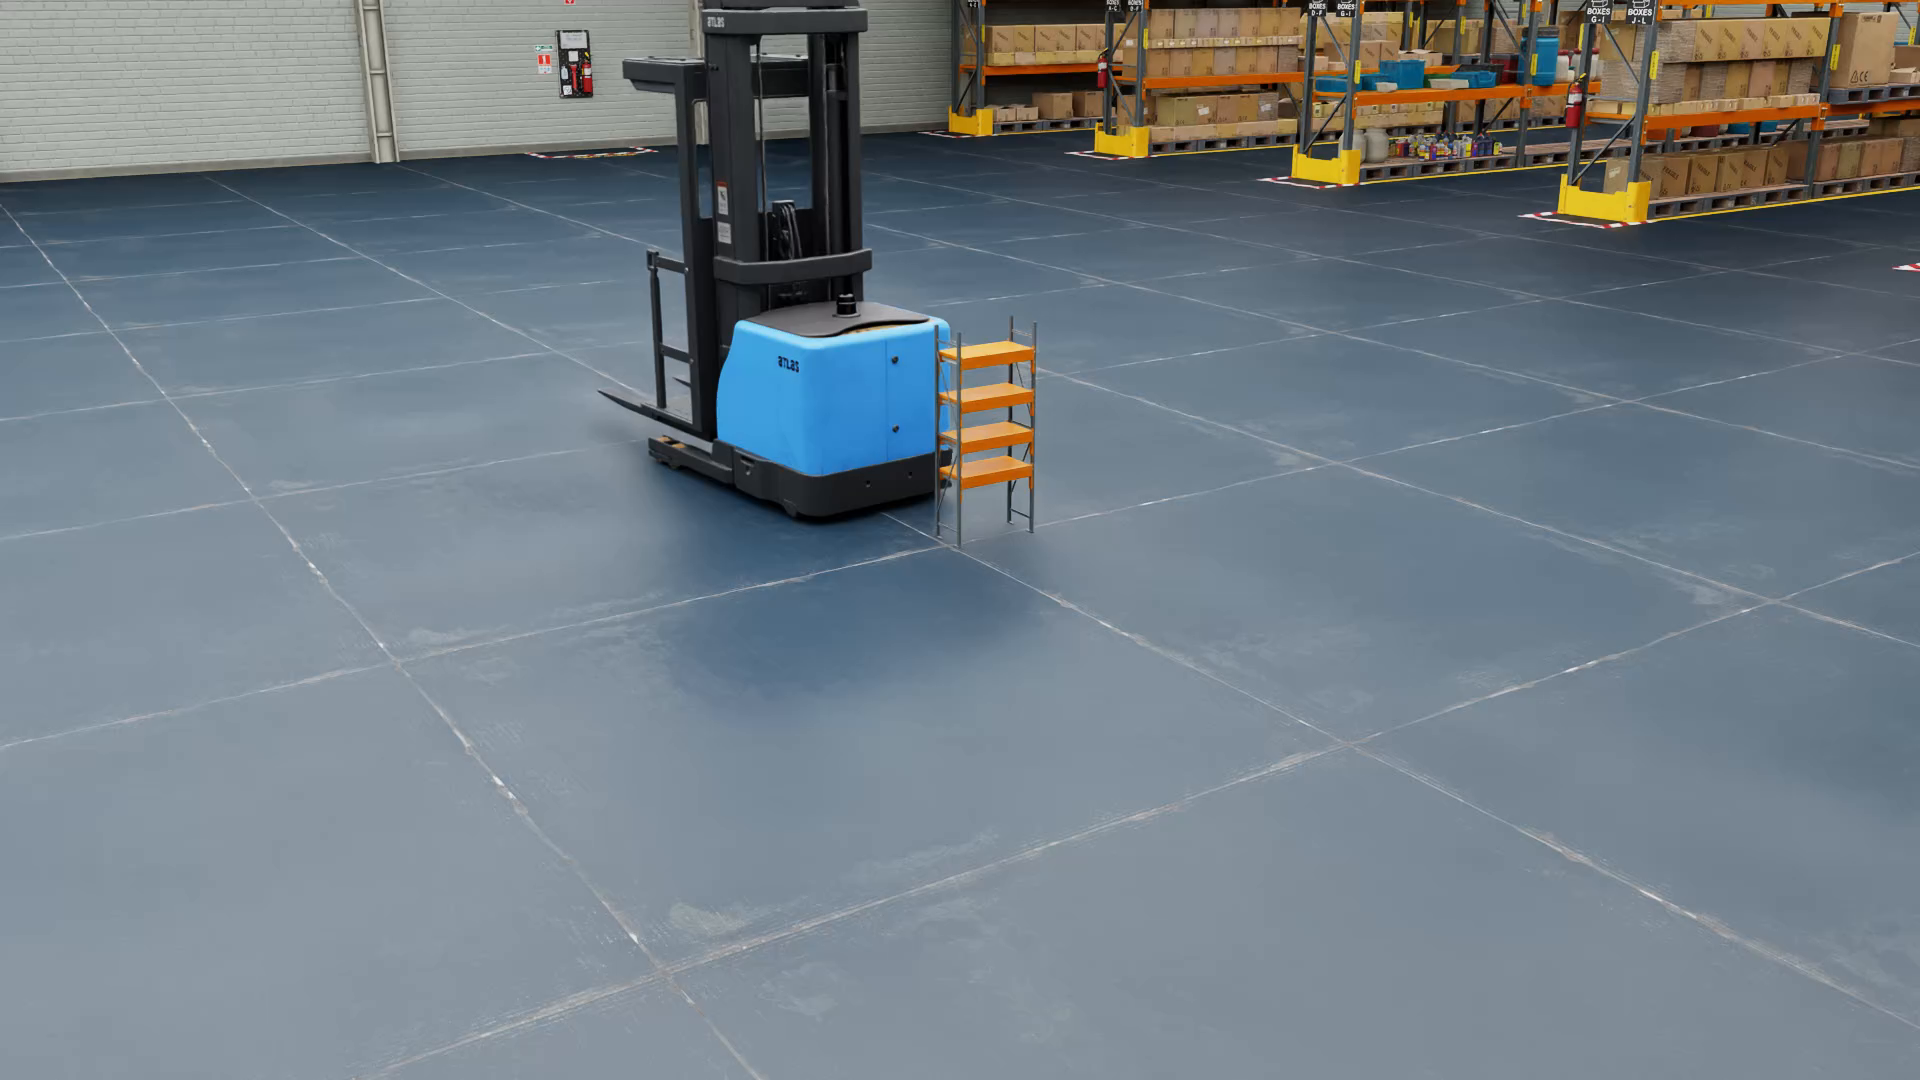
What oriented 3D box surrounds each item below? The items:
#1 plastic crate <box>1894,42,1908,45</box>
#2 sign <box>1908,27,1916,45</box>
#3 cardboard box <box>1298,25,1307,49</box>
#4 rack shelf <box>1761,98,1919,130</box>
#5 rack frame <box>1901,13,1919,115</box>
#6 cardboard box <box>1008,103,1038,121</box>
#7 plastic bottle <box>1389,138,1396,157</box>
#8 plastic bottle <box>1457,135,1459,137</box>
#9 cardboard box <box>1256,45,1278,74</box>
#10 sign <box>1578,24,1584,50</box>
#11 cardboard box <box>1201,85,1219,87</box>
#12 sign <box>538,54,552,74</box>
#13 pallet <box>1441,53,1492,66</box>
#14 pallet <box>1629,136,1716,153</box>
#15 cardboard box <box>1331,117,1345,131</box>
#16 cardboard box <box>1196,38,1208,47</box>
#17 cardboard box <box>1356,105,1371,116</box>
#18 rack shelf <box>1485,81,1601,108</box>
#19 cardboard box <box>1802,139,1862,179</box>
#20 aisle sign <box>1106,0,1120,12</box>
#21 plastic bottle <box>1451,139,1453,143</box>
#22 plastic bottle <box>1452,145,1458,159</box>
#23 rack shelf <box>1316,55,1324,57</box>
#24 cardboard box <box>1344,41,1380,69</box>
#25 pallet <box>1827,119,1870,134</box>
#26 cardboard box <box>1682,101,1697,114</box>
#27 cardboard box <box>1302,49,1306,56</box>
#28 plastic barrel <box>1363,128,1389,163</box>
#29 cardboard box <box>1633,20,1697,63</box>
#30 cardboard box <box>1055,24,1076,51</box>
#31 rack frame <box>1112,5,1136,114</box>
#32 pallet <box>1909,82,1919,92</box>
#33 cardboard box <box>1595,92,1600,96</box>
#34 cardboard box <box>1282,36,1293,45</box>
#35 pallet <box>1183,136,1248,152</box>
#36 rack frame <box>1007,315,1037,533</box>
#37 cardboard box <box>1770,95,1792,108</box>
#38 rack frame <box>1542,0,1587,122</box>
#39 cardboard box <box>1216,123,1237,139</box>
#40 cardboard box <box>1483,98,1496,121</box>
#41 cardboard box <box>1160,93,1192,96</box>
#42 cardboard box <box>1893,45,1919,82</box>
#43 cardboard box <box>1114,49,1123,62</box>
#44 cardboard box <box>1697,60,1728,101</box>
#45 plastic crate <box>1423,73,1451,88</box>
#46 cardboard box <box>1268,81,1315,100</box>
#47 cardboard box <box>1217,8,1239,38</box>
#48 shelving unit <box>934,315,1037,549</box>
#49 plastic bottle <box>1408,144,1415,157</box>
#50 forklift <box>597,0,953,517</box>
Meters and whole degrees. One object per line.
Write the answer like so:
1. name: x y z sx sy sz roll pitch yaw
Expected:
1. plastic crate: 18.785 -9.716 33.151 0.499 0.435 0.616 -12 22 -31
2. sign: 14.697 -7.742 25.654 0.005 0.325 0.100 -12 22 -31
3. cardboard box: 7.379 -11.235 37.142 0.500 0.500 0.500 -11 22 -30
4. rack shelf: 13.334 -6.353 24.475 4.000 0.370 1.077 -12 22 -31
5. rack frame: 15.005 -7.046 25.402 0.127 3.000 1.000 -12 22 -31
6. cardboard box: 1.254 -8.744 33.937 0.500 0.311 0.500 -10 21 -27
7. plastic bottle: 6.980 -6.349 26.896 0.133 0.283 0.061 -11 22 -30
8. plastic bottle: 8.178 -6.581 27.593 0.135 0.276 0.152 -11 22 -29
9. cardboard box: 5.415 -8.864 30.625 0.500 0.500 0.700 -12 22 -32
10. sign: 8.035 -6.487 21.447 0.005 0.325 0.100 -12 22 -31
11. cardboard box: 5.322 -10.084 36.433 0.500 0.250 0.500 -12 22 -32
12. sign: -7.355 -8.431 29.444 0.234 0.329 0.001 -12 22 -31
13. pallet: 10.087 -9.743 33.681 1.003 0.211 1.213 -12 22 -31
14. pallet: 12.916 -7.199 30.211 1.213 0.211 1.003 -12 22 -31
15. cardboard box: 7.120 -7.982 31.810 0.500 0.250 0.500 -11 22 -30
16. cardboard box: 4.186 -8.835 29.527 0.250 0.149 0.380 -13 23 -33
17. cardboard box: 7.554 -8.338 31.986 0.500 0.311 0.500 -13 22 -33
18. rack shelf: 10.610 -7.677 28.394 4.000 0.370 1.077 -12 22 -31
19. cardboard box: 12.597 -5.547 24.184 0.500 0.500 0.700 -12 22 -32
20. aisle sign: 2.662 -9.585 28.855 0.004 0.787 0.394 -12 22 -31
21. plastic bottle: 7.934 -6.307 26.772 0.133 0.283 0.061 -12 22 -31
22. plastic bottle: 7.909 -6.212 26.617 0.097 0.201 0.097 0 19 0
23. rack shelf: 8.502 -11.032 38.316 4.000 0.370 1.077 -12 22 -31
24. cardboard box: 7.728 -9.351 32.064 0.500 0.500 0.500 -12 22 -31
25. pallet: 18.252 -8.324 33.536 1.213 0.211 1.003 -12 22 -31
26. cardboard box: 9.326 -5.632 21.614 0.250 0.149 0.380 -12 22 -31
27. cardboard box: 7.718 -10.973 37.380 0.250 0.149 0.380 -11 22 -30
28. plastic barrel: 6.526 -6.206 26.148 0.421 0.512 0.421 0 19 0
29. cardboard box: 8.933 -6.322 21.081 0.500 0.500 0.500 -12 22 -31
30. cardboard box: 1.992 -10.176 33.694 0.500 0.500 0.500 -11 22 -30
31. rack frame: 3.491 -10.316 35.075 0.127 3.000 1.000 -12 22 -31
32. pallet: 14.468 -6.801 24.977 1.003 0.211 1.213 -12 22 -31
33. cardboard box: 14.467 -9.759 36.638 0.637 0.503 0.797 -12 22 -31
34. cardboard box: 5.902 -9.198 30.599 0.250 0.149 0.380 -12 22 -33
35. pallet: 4.512 -7.325 30.583 1.213 0.211 1.003 -12 22 -31
36. rack frame: 0.342 -0.641 9.266 0.015 1.200 0.240 -12 22 -31
37. cardboard box: 11.043 -5.962 22.589 0.250 0.149 0.380 -12 22 -31
38. rack frame: 12.900 -10.401 35.325 0.127 3.000 1.000 -12 22 -31
39. cardboard box: 4.702 -7.482 30.330 0.500 0.250 0.500 -12 22 -31
40. cardboard box: 10.531 -8.818 33.860 0.500 0.500 0.500 -13 23 -33
41. cardboard box: 3.990 -7.893 30.374 0.500 0.500 0.500 -12 22 -31
42. cardboard box: 14.165 -7.061 24.635 0.500 0.500 0.700 -8 20 -23
43. cardboard box: 3.263 -10.090 34.609 0.500 0.250 0.500 -12 22 -31
44. cardboard box: 9.591 -6.111 22.017 0.500 0.500 0.875 -12 22 -31
45. plastic crate: 7.651 -7.402 26.786 0.662 0.188 0.450 -12 22 -31
46. cardboard box: 7.518 -10.295 37.715 0.750 0.750 0.750 -12 22 -32
47. cardboard box: 4.594 -9.308 29.913 0.500 0.500 0.700 -12 22 -31
48. shelving unit: 0.138 -0.598 9.139 0.503 1.200 0.258 -12 22 -31
49. plastic bottle: 7.318 -6.316 26.927 0.097 0.201 0.097 0 19 0
50. forklift: -1.350 -1.923 10.357 1.130 2.935 3.031 -14 23 -36
